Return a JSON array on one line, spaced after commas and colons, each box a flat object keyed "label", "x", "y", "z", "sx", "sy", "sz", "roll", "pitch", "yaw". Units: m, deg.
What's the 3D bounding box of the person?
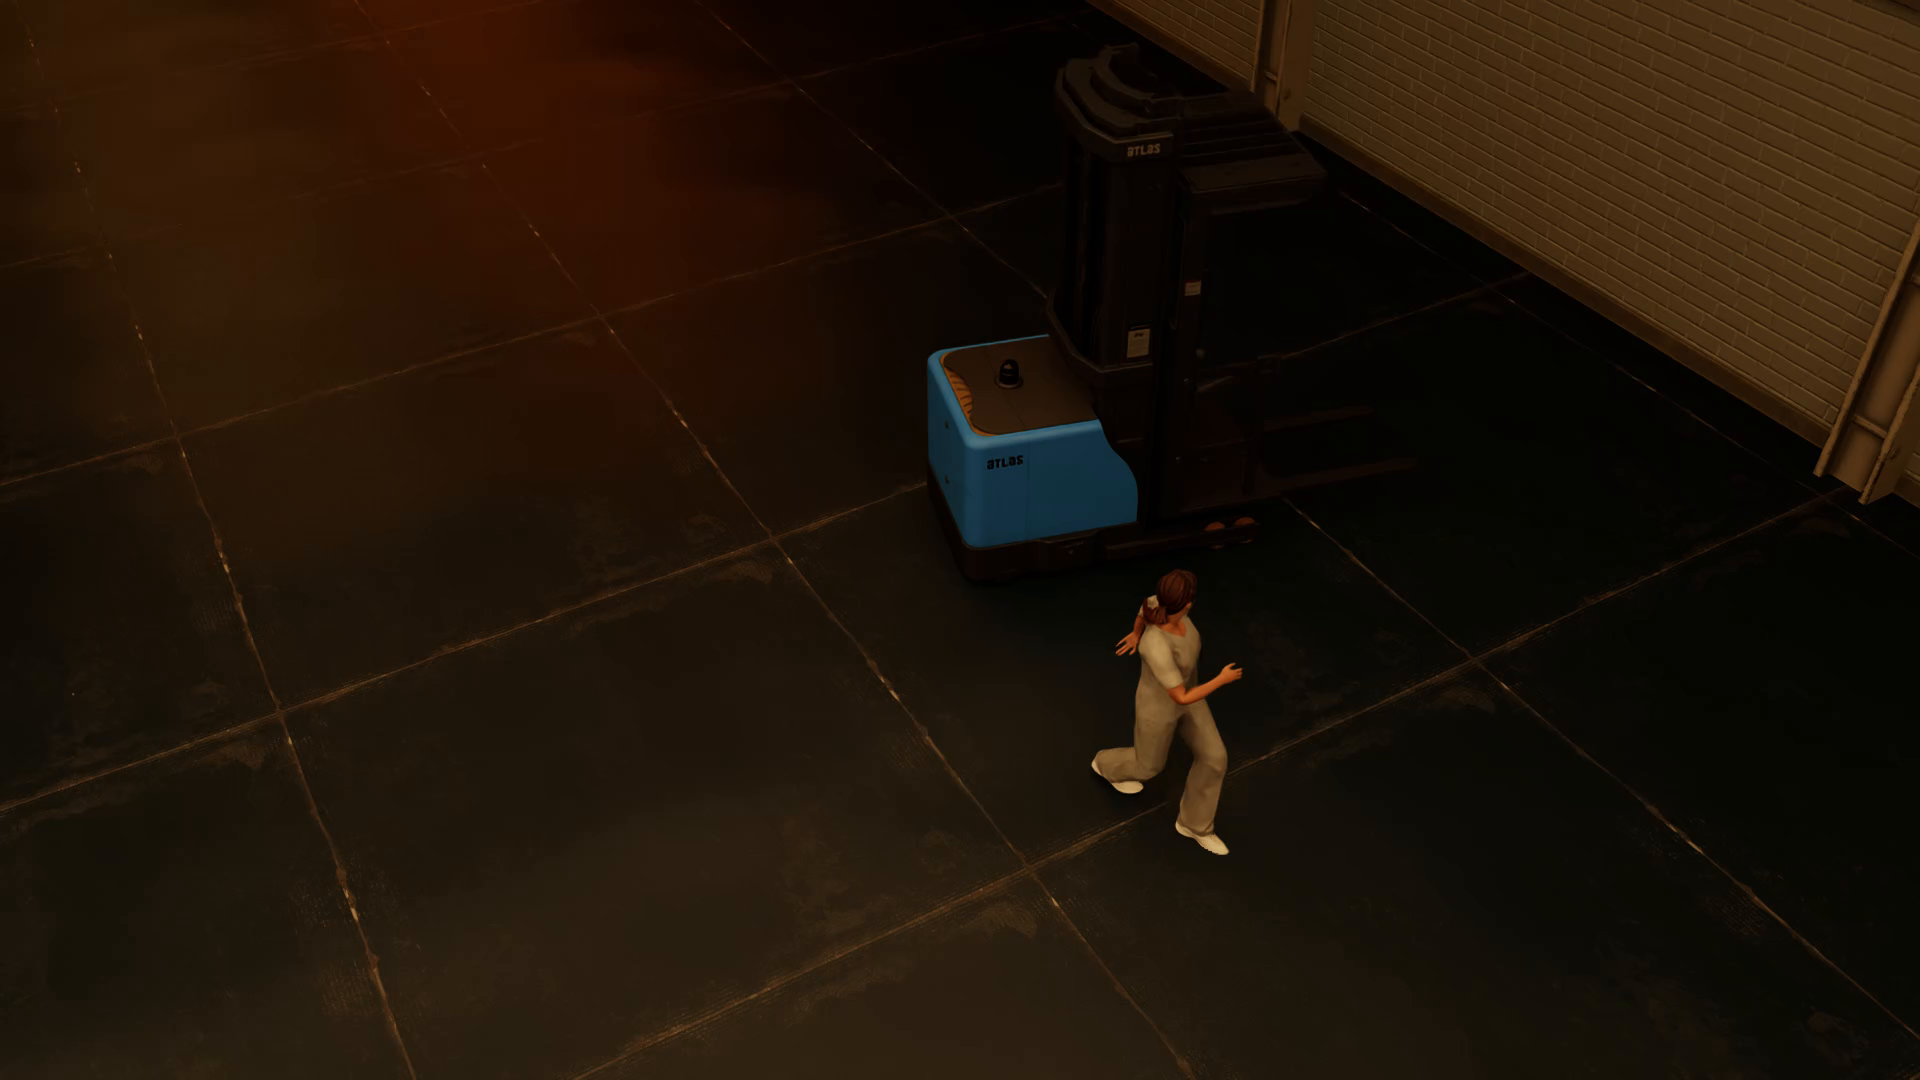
[{"label": "person", "x": 1.040, "y": 0.793, "z": 8.159, "sx": 0.886, "sy": 1.607, "sz": 0.461, "roll": 28, "pitch": 47, "yaw": 29}]

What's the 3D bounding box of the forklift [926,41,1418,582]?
[{"label": "forklift", "x": 1.363, "y": -1.391, "z": 9.713, "sx": 3.031, "sy": 2.935, "sz": 1.130, "roll": -10, "pitch": 41, "yaw": -12}]
